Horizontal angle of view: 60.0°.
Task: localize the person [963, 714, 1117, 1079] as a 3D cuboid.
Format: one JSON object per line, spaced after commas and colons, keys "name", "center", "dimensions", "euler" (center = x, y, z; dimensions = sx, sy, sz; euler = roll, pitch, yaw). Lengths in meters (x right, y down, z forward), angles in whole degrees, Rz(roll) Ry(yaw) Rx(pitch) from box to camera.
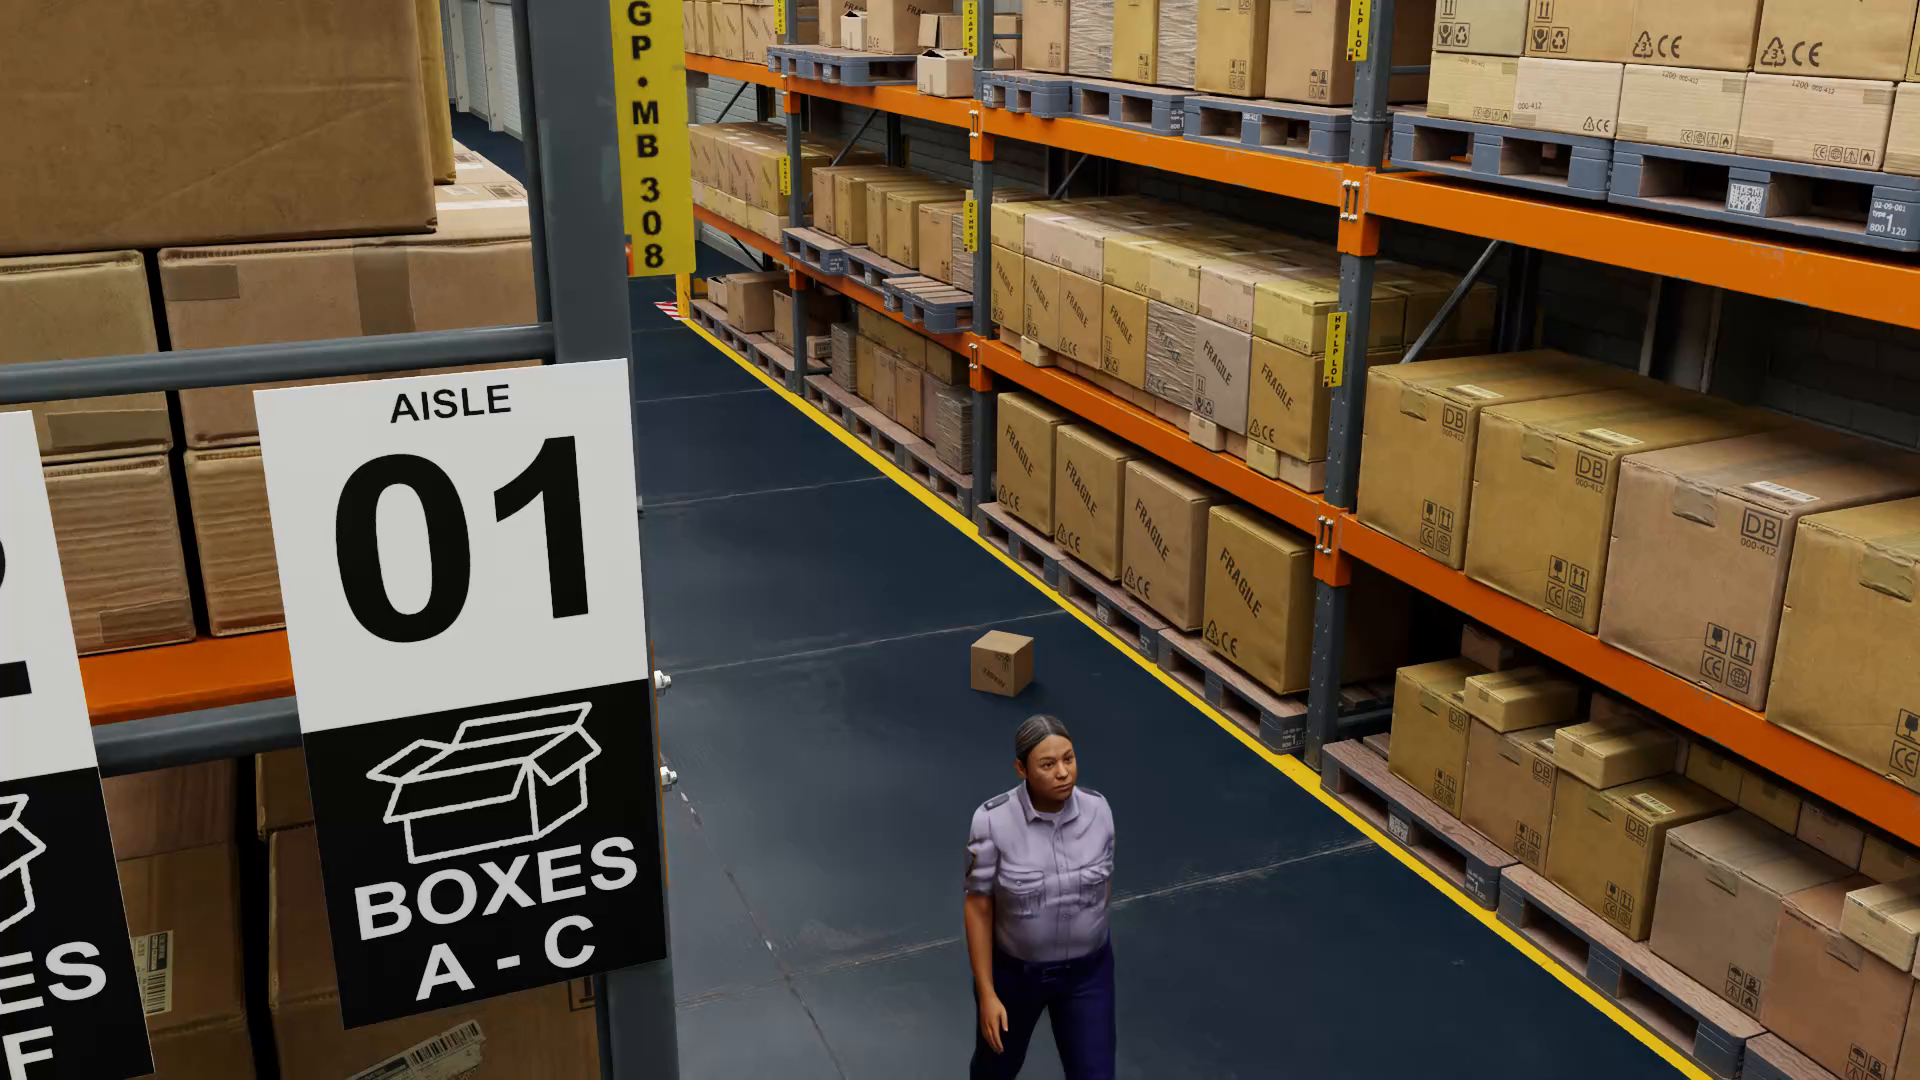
{"name": "person", "center": [0.240, 1.274, 4.897], "dimensions": [0.472, 1.583, 0.977], "euler": [-3, 19, -9]}
